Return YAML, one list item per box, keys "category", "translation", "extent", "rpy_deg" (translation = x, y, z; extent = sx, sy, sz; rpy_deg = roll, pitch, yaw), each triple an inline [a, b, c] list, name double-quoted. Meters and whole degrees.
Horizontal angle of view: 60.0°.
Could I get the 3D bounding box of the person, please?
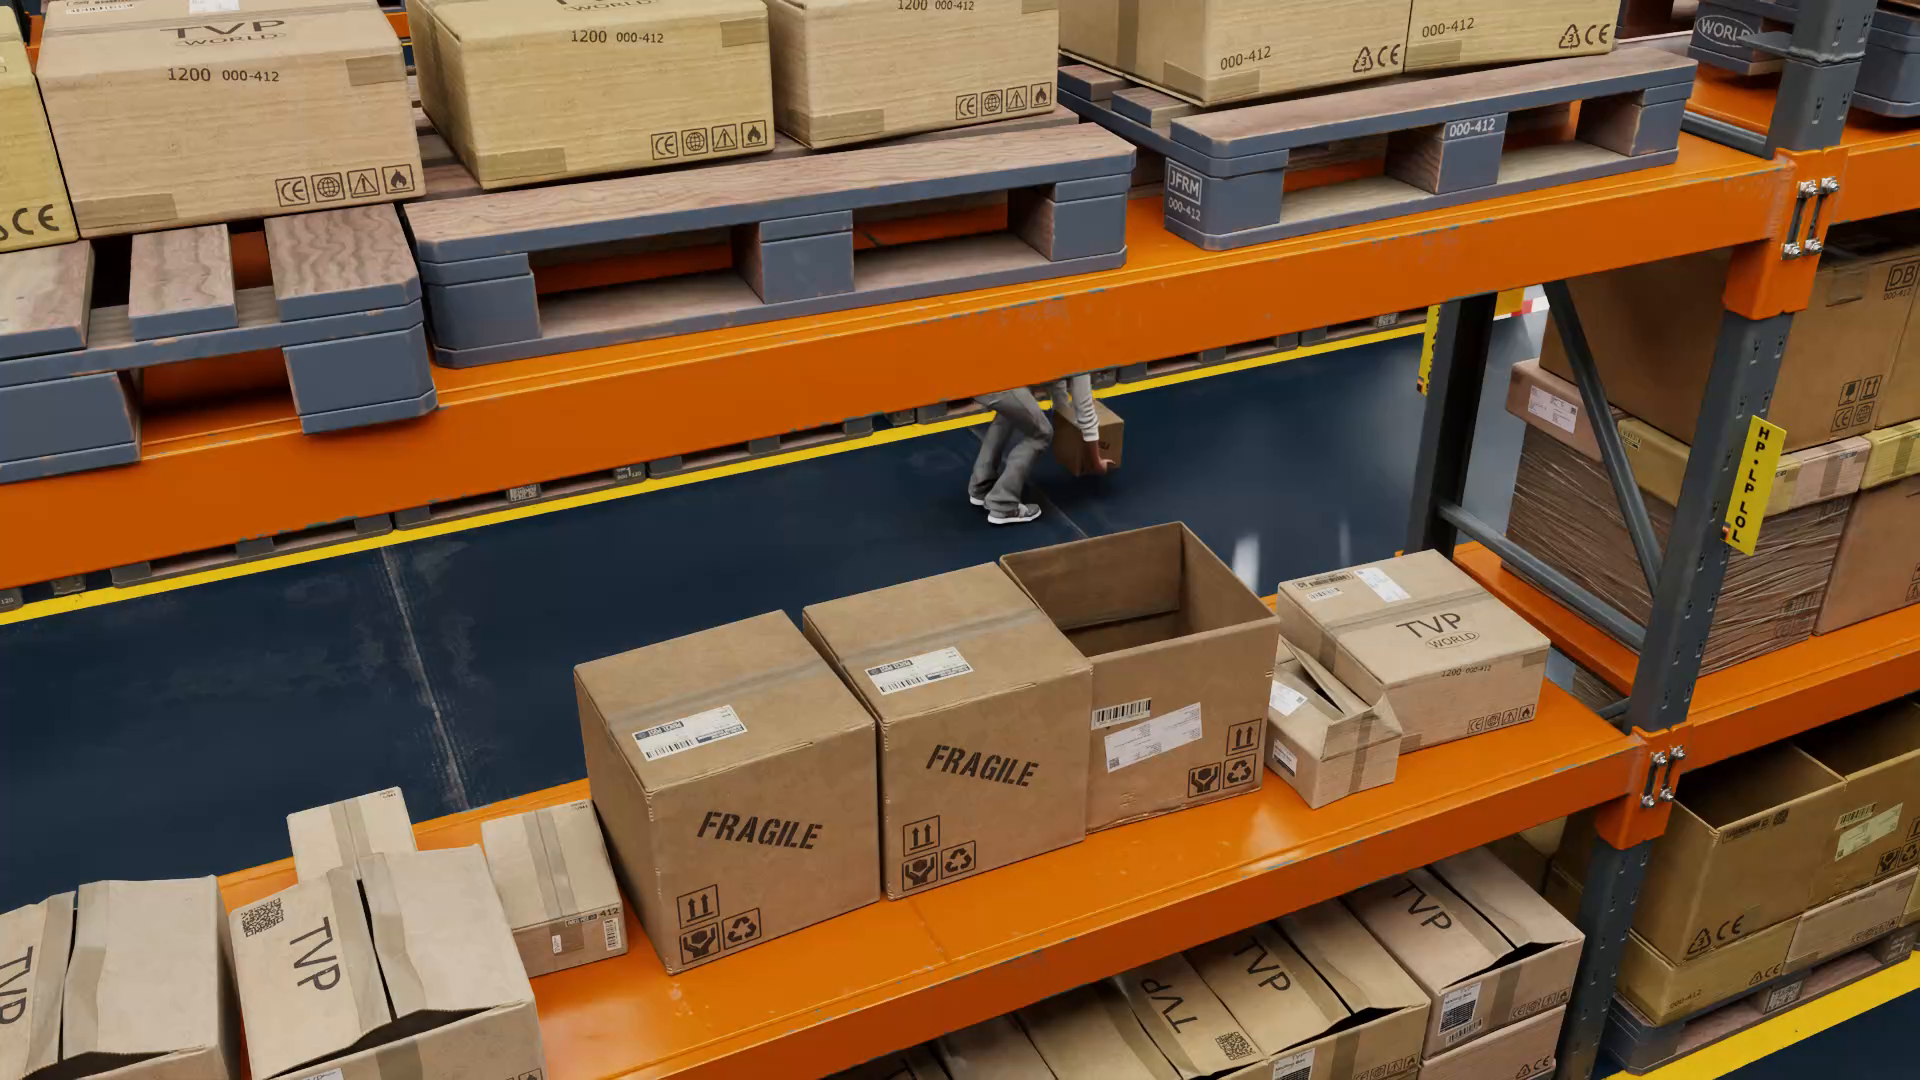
- category: "person"
  translation: [0.367, -0.595, 7.829]
  extent: [0.866, 0.947, 0.412]
  rpy_deg: [-15, 33, -24]
